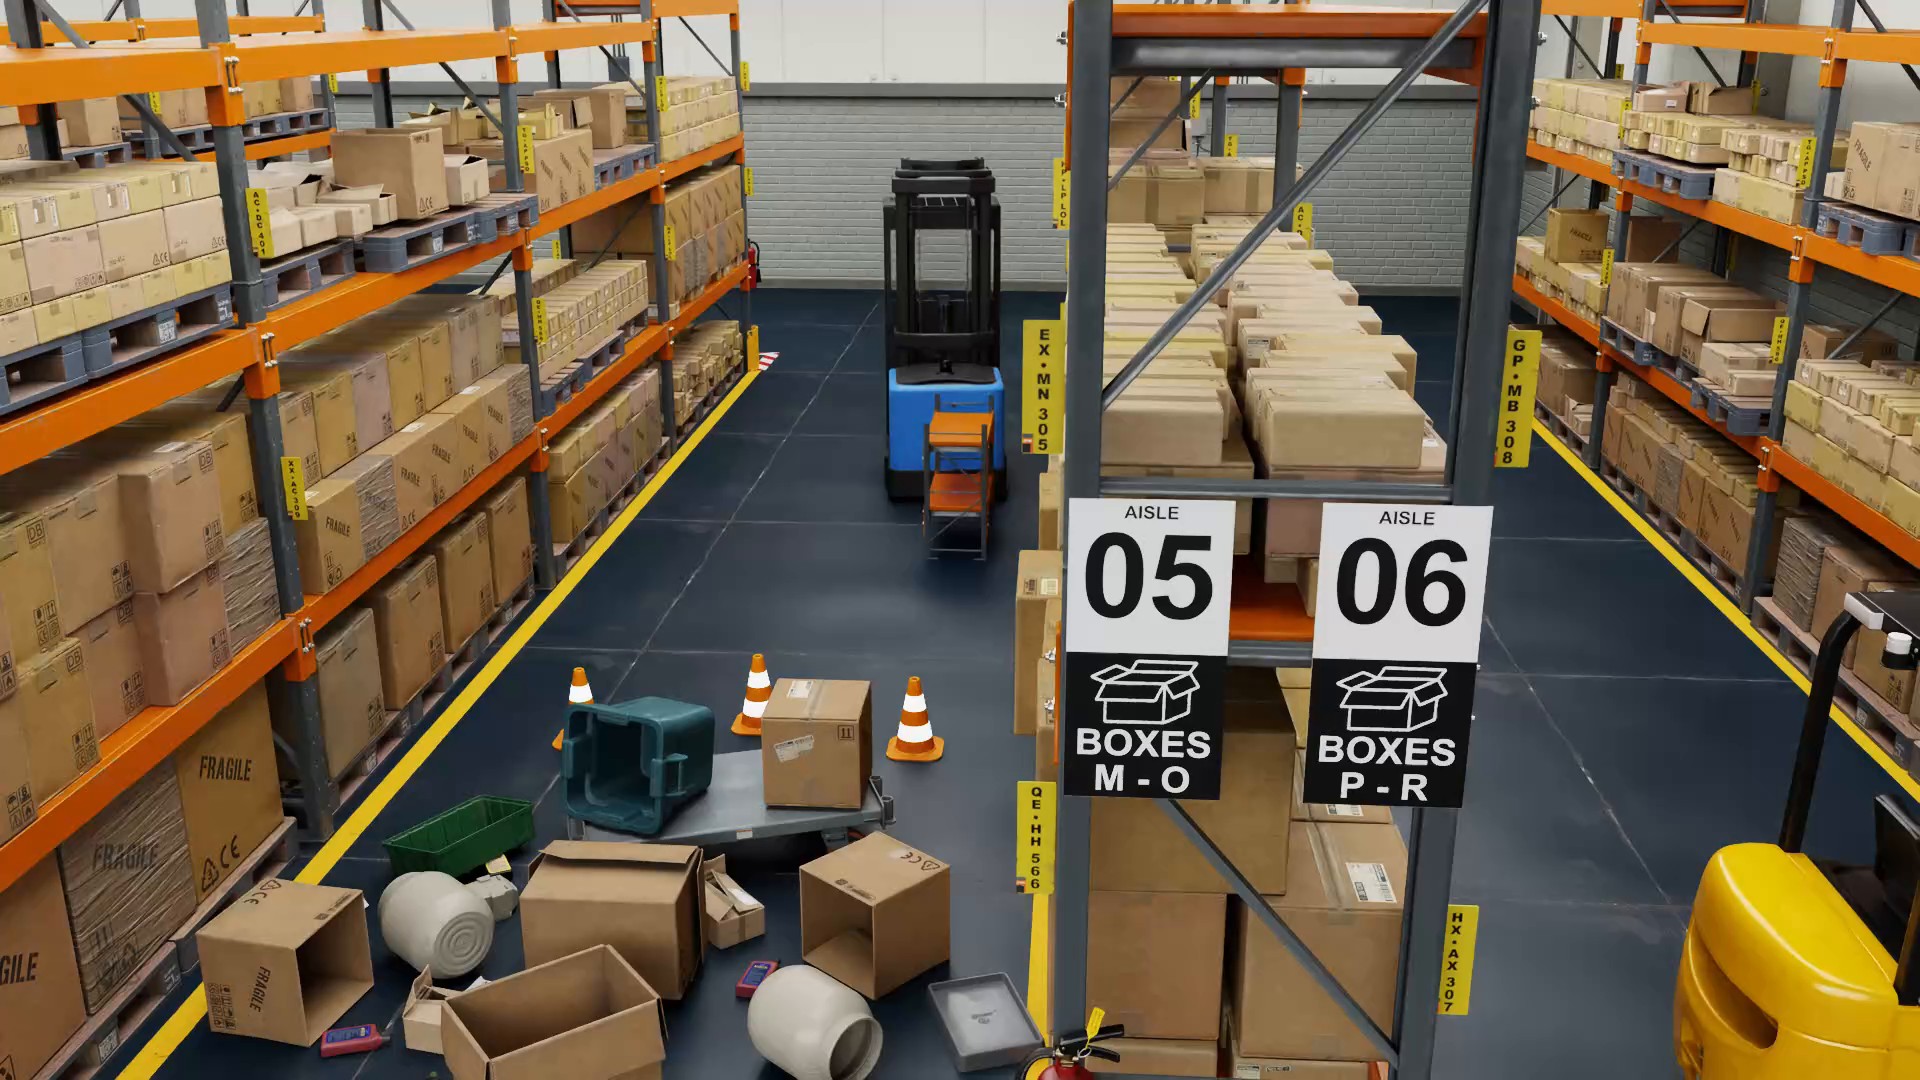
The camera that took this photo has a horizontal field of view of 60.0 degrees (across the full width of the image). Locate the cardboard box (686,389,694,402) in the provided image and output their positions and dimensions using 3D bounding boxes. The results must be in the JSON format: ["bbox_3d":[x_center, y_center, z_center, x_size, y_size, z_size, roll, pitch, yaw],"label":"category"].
[{"bbox_3d":[-3.033,-1.497,17.580,0.380,0.149,0.250,1,18,3],"label":"cardboard box"}]

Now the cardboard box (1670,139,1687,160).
[{"bbox_3d":[6.047,-3.190,13.593,0.380,0.149,0.250,2,18,5],"label":"cardboard box"}]

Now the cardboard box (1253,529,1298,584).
[{"bbox_3d":[1.029,0.015,4.646,0.380,0.149,0.250,1,18,2],"label":"cardboard box"}]

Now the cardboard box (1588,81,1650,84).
[{"bbox_3d":[7.058,-4.787,17.857,0.500,0.250,0.500,1,18,2],"label":"cardboard box"}]

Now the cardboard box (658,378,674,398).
[{"bbox_3d":[-3.101,-1.536,16.741,0.380,0.149,0.250,2,18,6],"label":"cardboard box"}]

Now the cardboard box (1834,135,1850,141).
[{"bbox_3d":[6.613,-2.907,12.283,0.380,0.149,0.250,2,18,6],"label":"cardboard box"}]

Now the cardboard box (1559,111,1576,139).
[{"bbox_3d":[6.466,-4.245,17.006,0.500,0.250,0.500,1,18,3],"label":"cardboard box"}]

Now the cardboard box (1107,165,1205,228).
[{"bbox_3d":[0.953,-1.716,8.289,0.500,0.250,0.500,2,18,5],"label":"cardboard box"}]

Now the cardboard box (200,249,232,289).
[{"bbox_3d":[-3.613,-1.254,7.684,0.380,0.149,0.250,1,18,4],"label":"cardboard box"}]

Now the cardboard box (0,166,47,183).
[{"bbox_3d":[-4.289,-1.568,7.363,0.380,0.149,0.250,1,18,3],"label":"cardboard box"}]

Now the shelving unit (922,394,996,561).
[{"bbox_3d":[0.000,-0.537,13.754,0.538,1.125,1.048,1,18,4],"label":"shelving unit"}]

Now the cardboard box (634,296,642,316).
[{"bbox_3d":[-3.182,-2.177,15.480,0.380,0.149,0.250,1,18,4],"label":"cardboard box"}]

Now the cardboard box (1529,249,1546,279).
[{"bbox_3d":[6.479,-2.980,17.965,0.500,0.250,0.500,1,18,3],"label":"cardboard box"}]

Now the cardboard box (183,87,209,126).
[{"bbox_3d":[-8.234,-4.579,17.268,0.700,0.500,0.500,2,18,7],"label":"cardboard box"}]

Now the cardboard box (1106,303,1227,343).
[{"bbox_3d":[0.677,-0.689,5.515,0.380,0.149,0.250,1,18,2],"label":"cardboard box"}]

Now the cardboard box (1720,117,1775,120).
[{"bbox_3d":[6.625,-3.477,13.989,0.380,0.149,0.250,2,18,5],"label":"cardboard box"}]

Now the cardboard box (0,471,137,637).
[{"bbox_3d":[-4.066,0.046,6.989,0.875,0.550,0.550,1,18,4],"label":"cardboard box"}]

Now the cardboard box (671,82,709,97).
[{"bbox_3d":[-2.900,-4.822,17.803,0.380,0.149,0.250,2,18,5],"label":"cardboard box"}]

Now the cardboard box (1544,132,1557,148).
[{"bbox_3d":[6.435,-4.254,17.673,0.380,0.149,0.250,1,18,4],"label":"cardboard box"}]

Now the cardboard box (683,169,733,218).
[{"bbox_3d":[-2.867,-3.907,18.785,0.500,0.500,0.500,1,18,2],"label":"cardboard box"}]

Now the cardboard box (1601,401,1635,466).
[{"bbox_3d":[6.304,-0.983,15.447,0.500,0.500,0.500,2,18,6],"label":"cardboard box"}]

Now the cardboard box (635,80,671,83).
[{"bbox_3d":[-3.356,-4.914,18.084,0.380,0.149,0.250,2,18,5],"label":"cardboard box"}]

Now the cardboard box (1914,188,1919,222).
[{"bbox_3d":[5.908,-2.059,9.577,0.500,0.500,0.500,2,18,5],"label":"cardboard box"}]

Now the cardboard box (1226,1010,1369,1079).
[{"bbox_3d":[0.982,1.519,4.874,0.380,0.149,0.250,1,18,4],"label":"cardboard box"}]

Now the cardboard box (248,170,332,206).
[{"bbox_3d":[-4.000,-2.001,9.702,0.500,0.311,0.500,1,18,2],"label":"cardboard box"}]

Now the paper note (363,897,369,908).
[{"bbox_3d":[-3.051,1.819,8.323,0.147,0.020,0.142,-13,22,-34],"label":"paper note"}]

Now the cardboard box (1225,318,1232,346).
[{"bbox_3d":[1.168,-0.621,5.948,0.500,0.250,0.500,2,18,5],"label":"cardboard box"}]

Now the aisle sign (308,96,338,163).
[{"bbox_3d":[-7.682,-4.941,20.011,0.394,0.787,0.004,1,18,4],"label":"aisle sign"}]

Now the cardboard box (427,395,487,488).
[{"bbox_3d":[-3.457,-0.655,10.944,0.500,0.500,0.500,1,18,3],"label":"cardboard box"}]

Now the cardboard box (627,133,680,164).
[{"bbox_3d":[-3.036,-3.798,16.120,0.500,0.250,0.500,2,18,7],"label":"cardboard box"}]

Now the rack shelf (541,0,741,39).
[{"bbox_3d":[-3.189,-5.434,17.217,1.077,0.370,4.000,1,18,4],"label":"rack shelf"}]

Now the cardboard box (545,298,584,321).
[{"bbox_3d":[-3.317,-1.891,13.652,0.380,0.149,0.250,2,18,6],"label":"cardboard box"}]

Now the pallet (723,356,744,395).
[{"bbox_3d":[-3.145,-1.948,19.528,1.003,0.211,1.213,1,18,4],"label":"pallet"}]

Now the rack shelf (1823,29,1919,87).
[{"bbox_3d":[6.133,-2.572,9.120,1.077,0.370,4.000,1,18,4],"label":"rack shelf"}]

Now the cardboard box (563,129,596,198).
[{"bbox_3d":[-3.254,-3.019,13.340,0.500,0.500,0.500,1,18,4],"label":"cardboard box"}]

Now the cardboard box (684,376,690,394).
[{"bbox_3d":[-3.055,-1.638,17.532,0.380,0.149,0.250,0,18,1],"label":"cardboard box"}]

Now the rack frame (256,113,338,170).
[{"bbox_3d":[-7.986,-3.690,20.368,1.000,3.000,0.127,1,18,4],"label":"rack frame"}]

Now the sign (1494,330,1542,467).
[{"bbox_3d":[1.293,-0.328,3.887,0.100,0.325,0.005,1,18,4],"label":"sign"}]

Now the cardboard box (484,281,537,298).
[{"bbox_3d":[-3.911,-2.155,14.456,0.380,0.149,0.250,2,18,6],"label":"cardboard box"}]

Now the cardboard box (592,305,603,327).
[{"bbox_3d":[-3.278,-1.914,14.200,0.380,0.149,0.250,2,18,6],"label":"cardboard box"}]

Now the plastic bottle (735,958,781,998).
[{"bbox_3d":[-0.925,2.013,7.680,0.133,0.061,0.283,4,19,13],"label":"plastic bottle"}]

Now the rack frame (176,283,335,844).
[{"bbox_3d":[-3.906,0.179,8.560,1.000,3.000,0.127,1,18,4],"label":"rack frame"}]

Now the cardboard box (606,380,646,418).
[{"bbox_3d":[-3.184,-1.277,15.140,0.500,0.250,0.500,2,18,7],"label":"cardboard box"}]

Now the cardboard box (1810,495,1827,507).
[{"bbox_3d":[6.624,-0.350,12.471,0.380,0.149,0.250,2,18,7],"label":"cardboard box"}]

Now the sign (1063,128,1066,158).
[{"bbox_3d":[0.772,-2.708,11.595,0.100,0.325,0.005,1,18,4],"label":"sign"}]

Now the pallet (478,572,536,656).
[{"bbox_3d":[-3.751,0.505,12.043,1.003,0.211,1.213,1,18,4],"label":"pallet"}]

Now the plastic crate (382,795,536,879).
[{"bbox_3d":[-2.612,1.571,8.735,0.450,0.188,0.662,0,15,35],"label":"plastic crate"}]

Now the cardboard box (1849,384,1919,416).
[{"bbox_3d":[5.943,-0.893,10.629,0.380,0.149,0.250,1,18,5],"label":"cardboard box"}]

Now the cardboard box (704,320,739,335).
[{"bbox_3d":[-2.831,-2.505,19.701,0.380,0.149,0.250,1,18,5],"label":"cardboard box"}]

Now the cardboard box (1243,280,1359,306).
[{"bbox_3d":[1.217,-0.840,5.975,0.380,0.149,0.250,2,18,5],"label":"cardboard box"}]

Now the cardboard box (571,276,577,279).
[{"bbox_3d":[-3.820,-2.415,15.728,0.380,0.149,0.250,2,18,5],"label":"cardboard box"}]

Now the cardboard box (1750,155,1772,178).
[{"bbox_3d":[6.118,-2.773,12.352,0.380,0.149,0.250,1,18,4],"label":"cardboard box"}]

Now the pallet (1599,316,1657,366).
[{"bbox_3d":[6.397,-1.780,14.846,1.003,0.211,1.213,1,18,4],"label":"pallet"}]

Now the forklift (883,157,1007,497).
[{"bbox_3d":[-0.177,-2.187,15.892,1.130,2.935,3.031,-1,18,-2],"label":"forklift"}]

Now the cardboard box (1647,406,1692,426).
[{"bbox_3d":[6.316,-1.078,14.695,0.380,0.149,0.250,1,18,3],"label":"cardboard box"}]

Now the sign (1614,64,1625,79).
[{"bbox_3d":[7.402,-5.187,18.696,0.100,0.325,0.005,1,18,4],"label":"sign"}]
